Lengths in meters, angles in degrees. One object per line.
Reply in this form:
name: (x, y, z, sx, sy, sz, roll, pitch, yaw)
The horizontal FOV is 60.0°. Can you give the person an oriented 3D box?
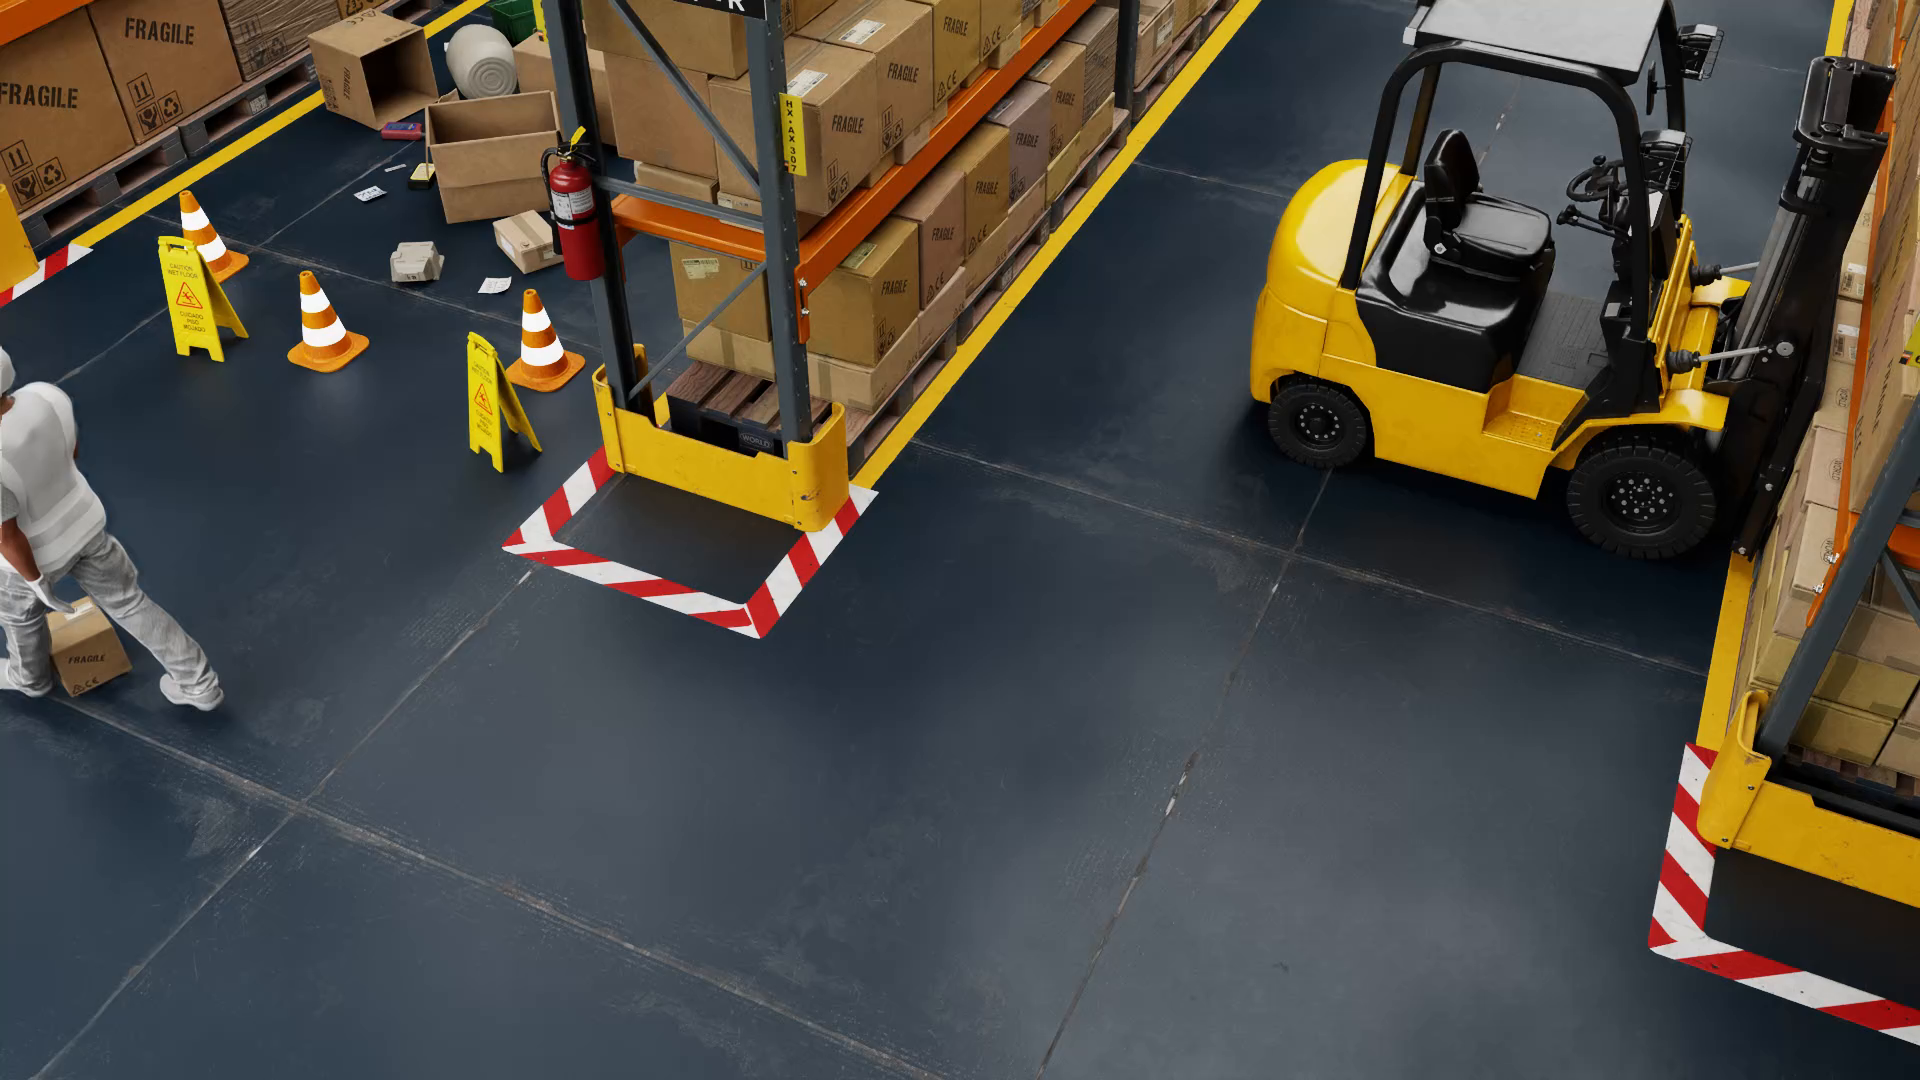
person: (-3.441, -0.046, 6.194, 1.048, 1.733, 0.553, 14, 44, 16)
